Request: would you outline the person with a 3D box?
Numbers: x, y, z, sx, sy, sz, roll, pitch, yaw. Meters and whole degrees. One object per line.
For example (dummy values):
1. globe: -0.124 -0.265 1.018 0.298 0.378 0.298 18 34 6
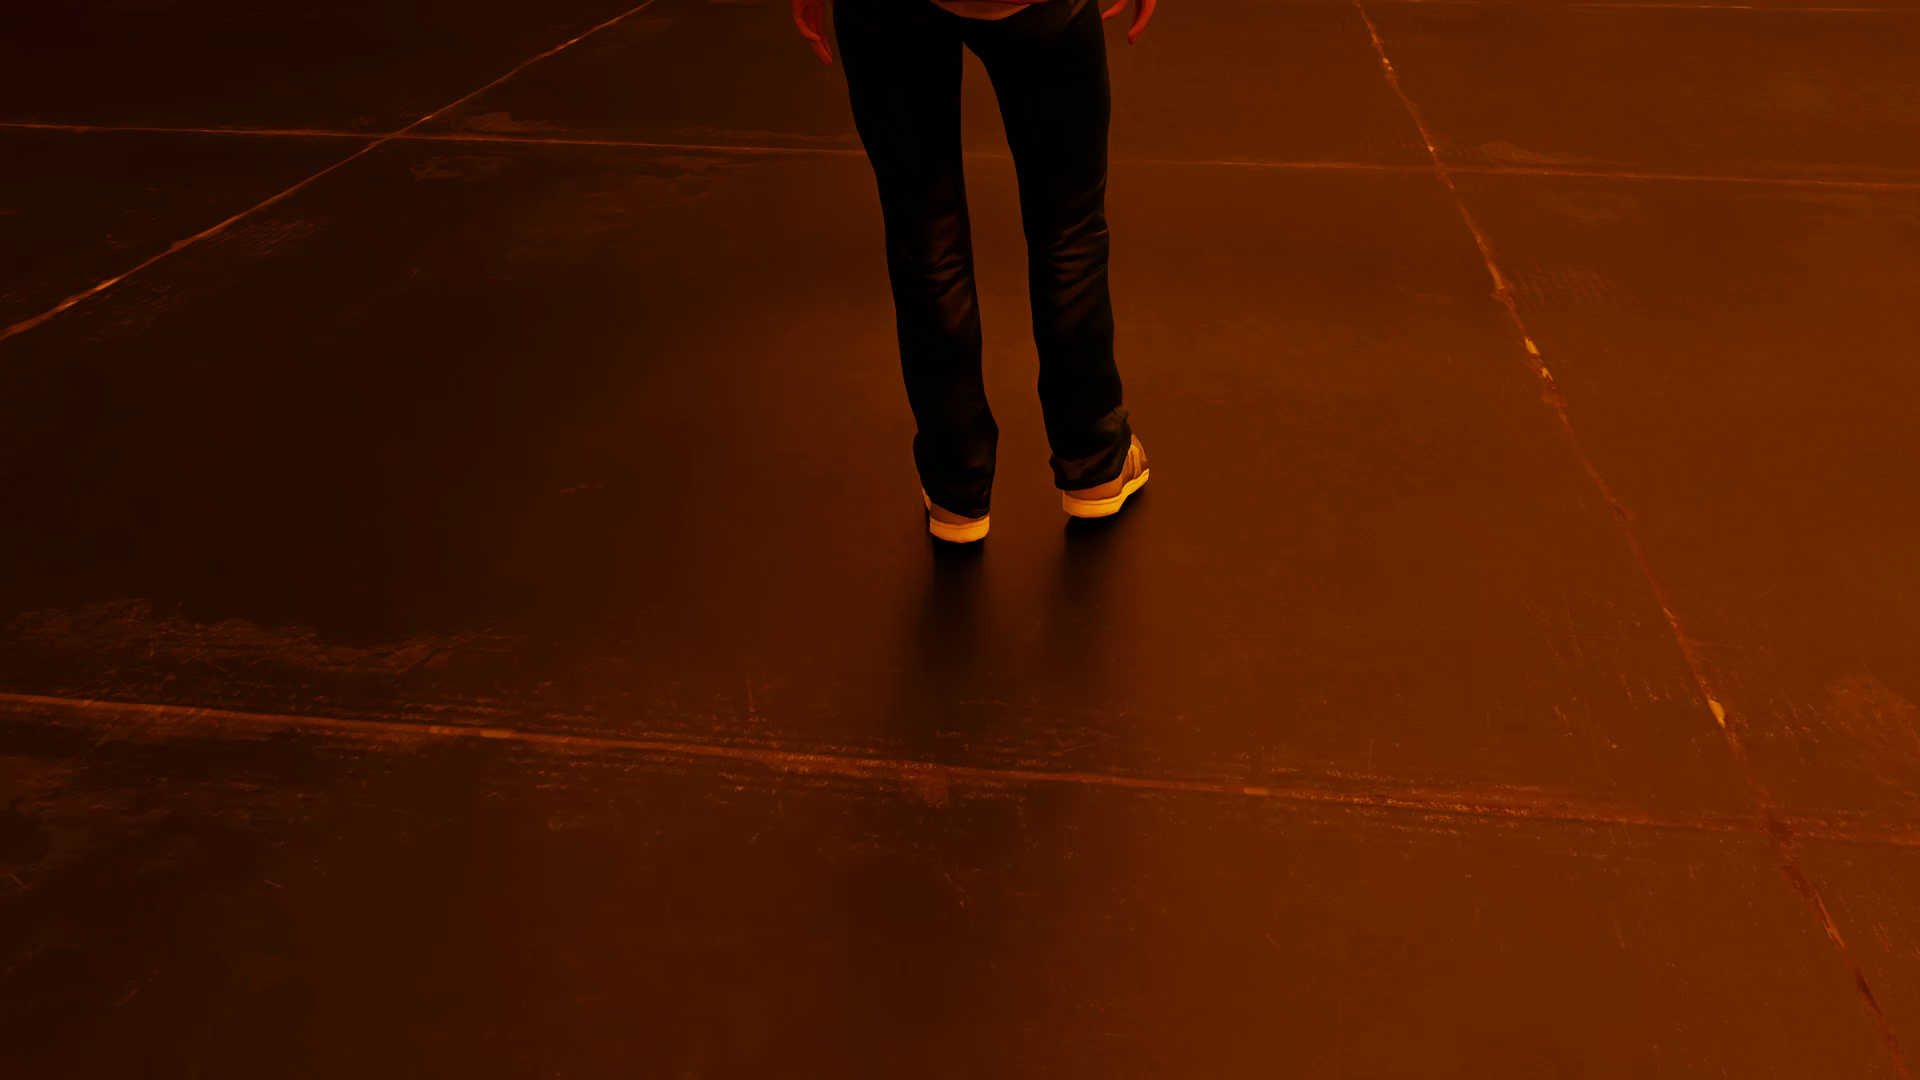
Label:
1. person: 0.024 -0.753 2.204 0.520 1.597 0.476 3 27 7
